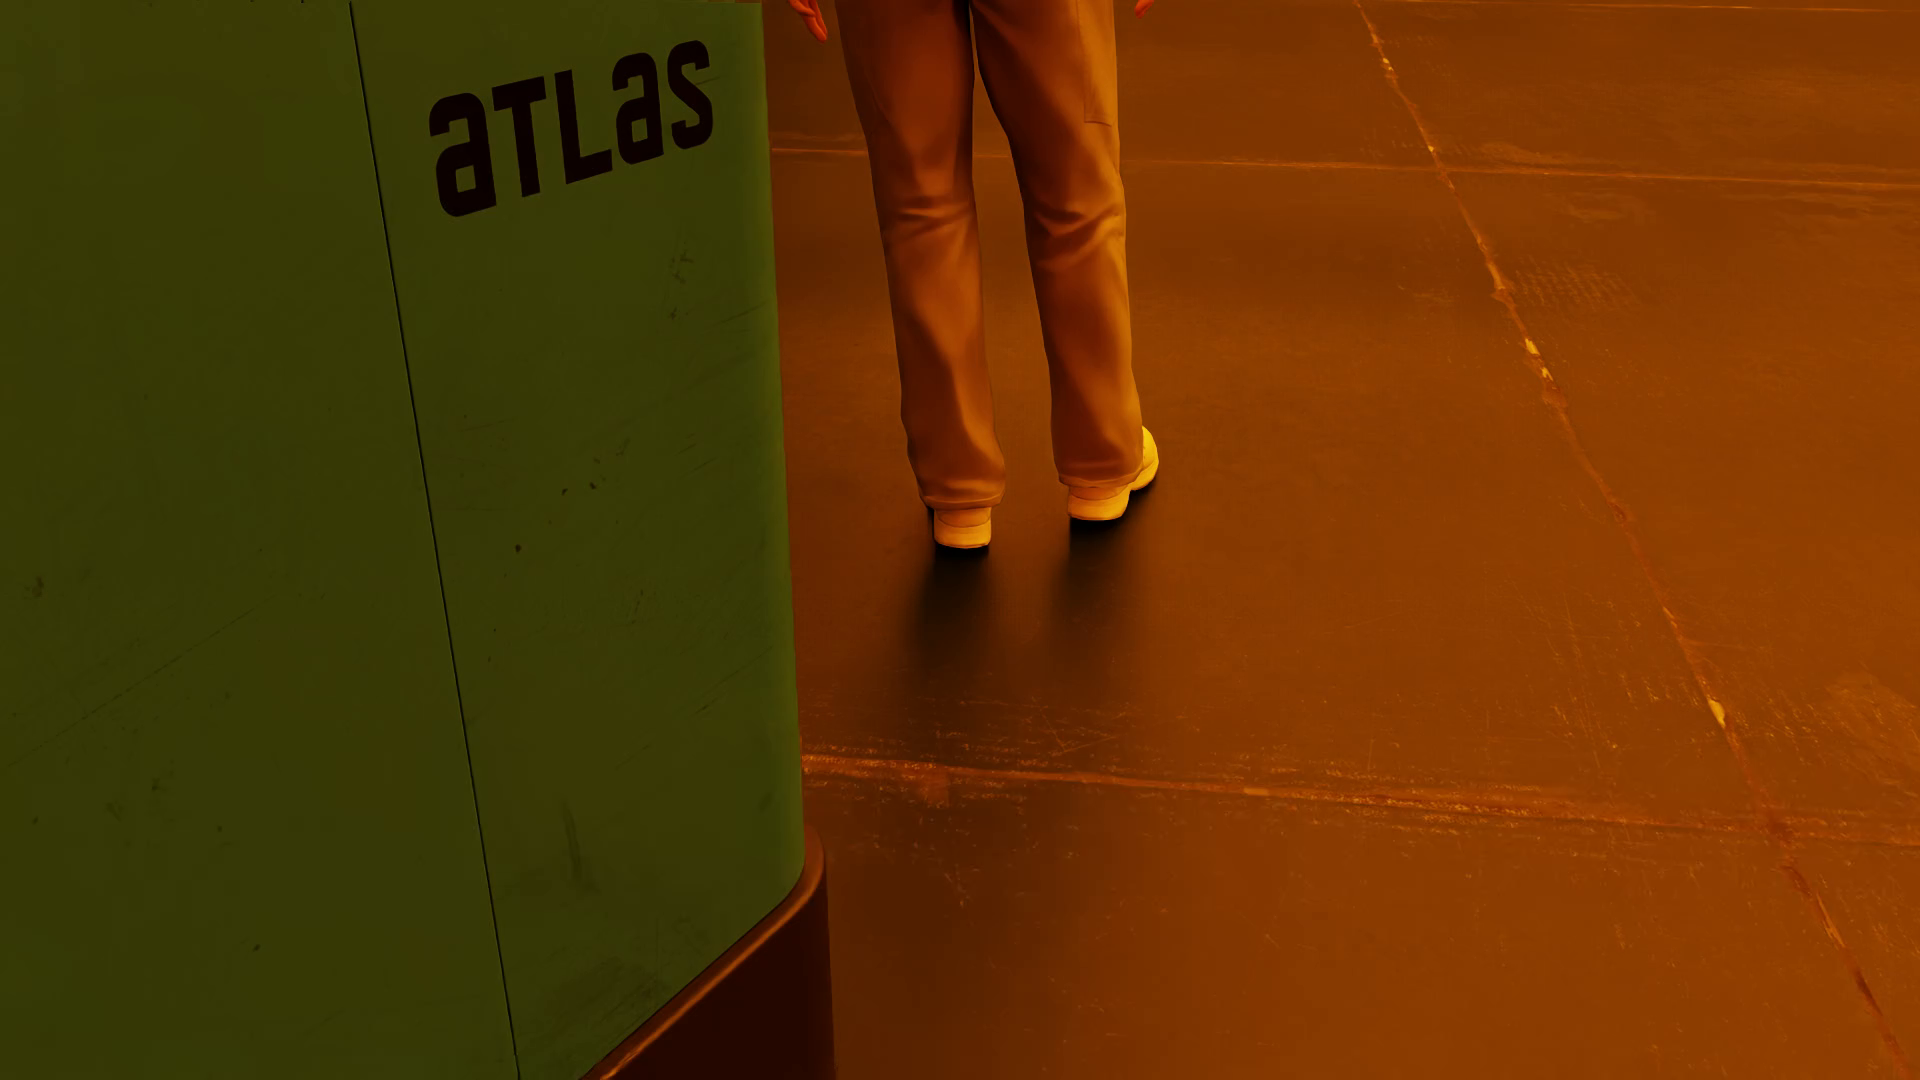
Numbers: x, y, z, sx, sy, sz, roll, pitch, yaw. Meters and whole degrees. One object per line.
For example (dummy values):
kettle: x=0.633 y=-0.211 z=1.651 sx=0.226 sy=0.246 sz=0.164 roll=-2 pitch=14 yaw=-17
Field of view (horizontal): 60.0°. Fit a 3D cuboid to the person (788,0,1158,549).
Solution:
person: x=0.023 y=-0.784 z=2.189 sx=0.549 sy=1.663 sz=0.548 roll=3 pitch=27 yaw=7
